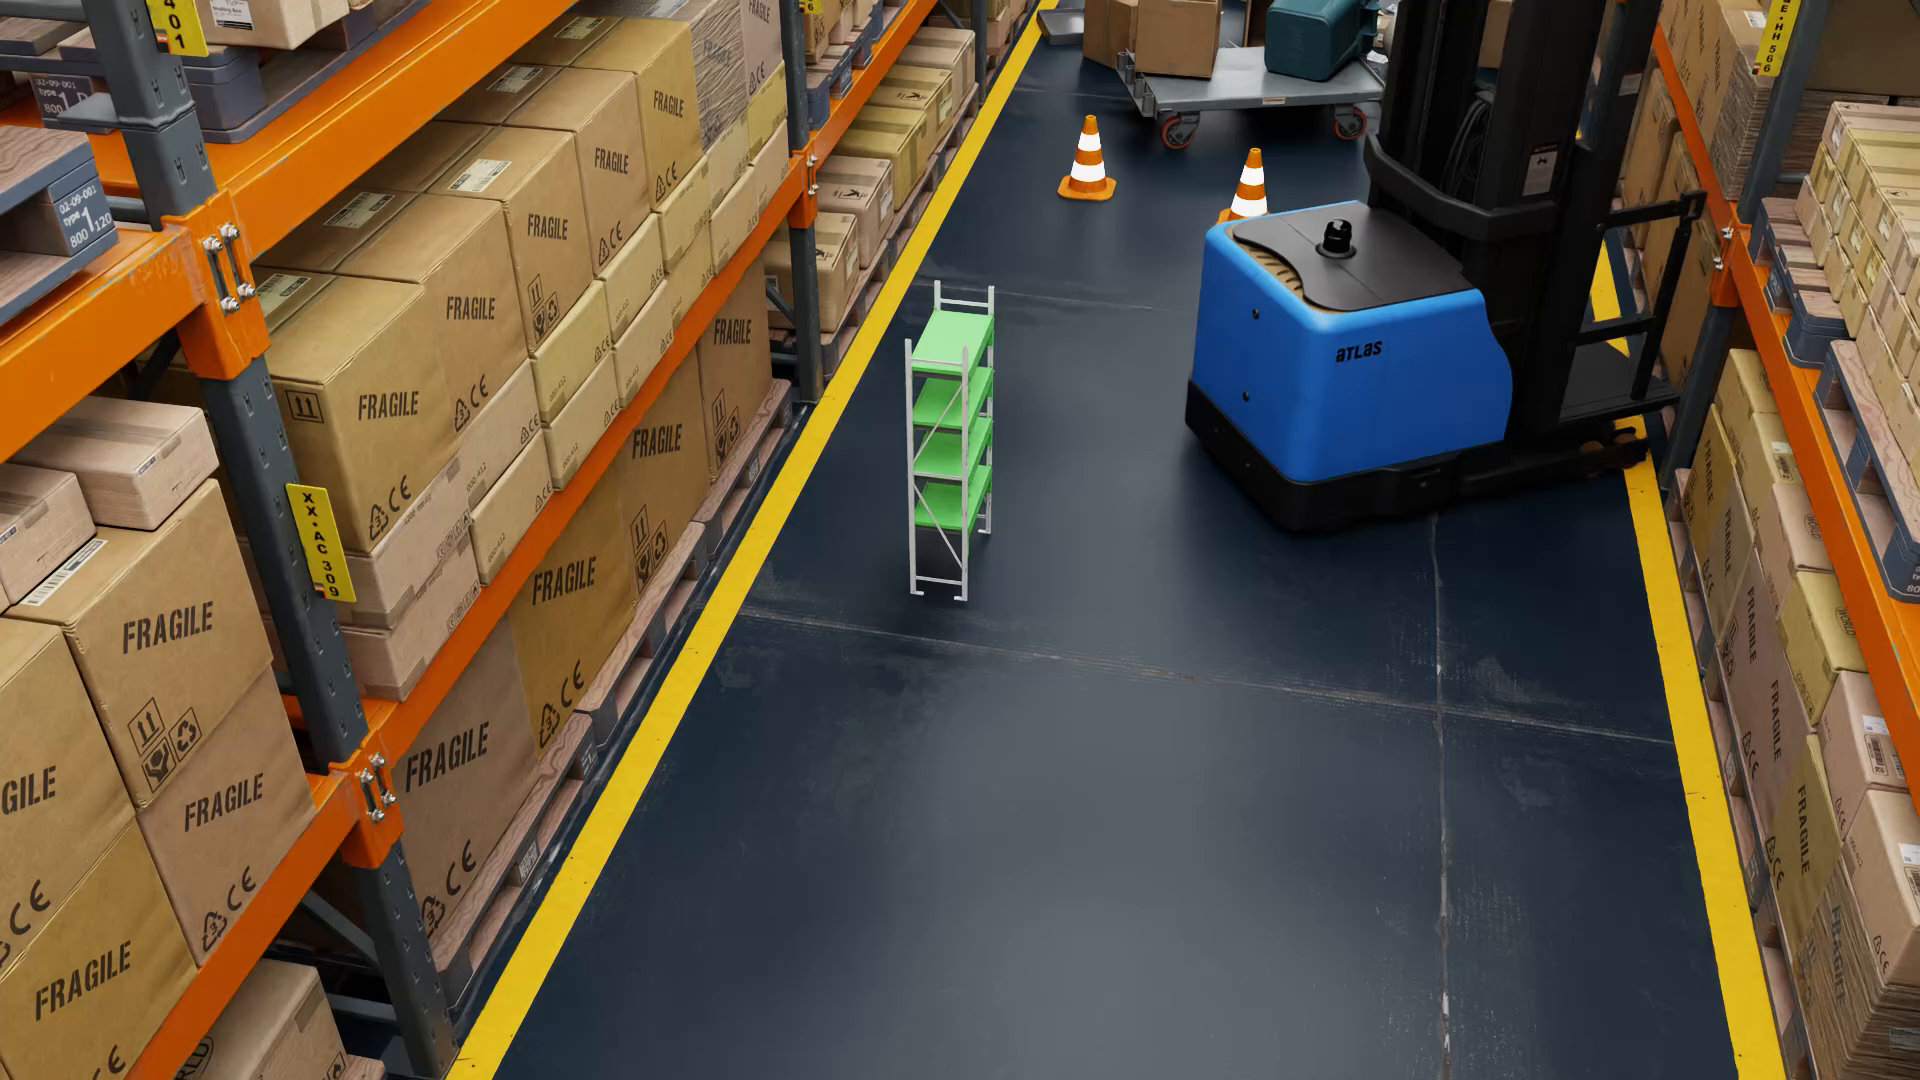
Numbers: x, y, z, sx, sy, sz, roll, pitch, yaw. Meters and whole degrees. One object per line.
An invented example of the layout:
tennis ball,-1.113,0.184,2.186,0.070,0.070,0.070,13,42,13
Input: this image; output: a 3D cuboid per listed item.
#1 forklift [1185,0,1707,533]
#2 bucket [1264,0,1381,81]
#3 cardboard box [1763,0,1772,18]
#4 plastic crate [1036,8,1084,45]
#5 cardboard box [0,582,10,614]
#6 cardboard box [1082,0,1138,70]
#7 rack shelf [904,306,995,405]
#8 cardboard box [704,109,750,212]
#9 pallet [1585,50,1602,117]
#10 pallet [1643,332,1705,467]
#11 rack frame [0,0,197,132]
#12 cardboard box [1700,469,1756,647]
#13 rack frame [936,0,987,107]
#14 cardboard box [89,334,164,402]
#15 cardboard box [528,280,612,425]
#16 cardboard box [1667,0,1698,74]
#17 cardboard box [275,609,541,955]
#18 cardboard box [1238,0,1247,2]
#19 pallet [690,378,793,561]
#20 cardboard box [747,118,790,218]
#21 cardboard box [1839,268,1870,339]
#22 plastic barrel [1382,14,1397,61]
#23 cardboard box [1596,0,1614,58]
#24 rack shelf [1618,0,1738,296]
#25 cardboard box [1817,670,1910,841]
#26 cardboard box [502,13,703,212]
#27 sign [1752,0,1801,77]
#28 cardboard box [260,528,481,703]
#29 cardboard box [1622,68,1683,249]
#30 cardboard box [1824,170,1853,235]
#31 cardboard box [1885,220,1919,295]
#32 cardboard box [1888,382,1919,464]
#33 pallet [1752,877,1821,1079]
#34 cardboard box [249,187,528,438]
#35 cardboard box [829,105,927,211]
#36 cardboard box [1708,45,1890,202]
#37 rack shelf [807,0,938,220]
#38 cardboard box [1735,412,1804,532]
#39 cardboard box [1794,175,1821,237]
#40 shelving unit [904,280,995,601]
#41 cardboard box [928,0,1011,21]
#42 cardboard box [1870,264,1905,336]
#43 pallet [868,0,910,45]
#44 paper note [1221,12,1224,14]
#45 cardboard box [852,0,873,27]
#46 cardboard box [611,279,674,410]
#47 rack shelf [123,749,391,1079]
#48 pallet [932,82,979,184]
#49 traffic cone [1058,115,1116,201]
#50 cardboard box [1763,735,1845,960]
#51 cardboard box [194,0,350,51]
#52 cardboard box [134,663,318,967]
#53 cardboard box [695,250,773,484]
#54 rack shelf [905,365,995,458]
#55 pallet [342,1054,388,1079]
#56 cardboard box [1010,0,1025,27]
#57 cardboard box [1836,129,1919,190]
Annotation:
forklift,2.641,-1.751,7.169,3.031,2.935,1.130,-12,38,-17
bucket,2.313,-3.357,10.820,0.726,0.611,0.620,20,51,26
cardboard box,3.894,-2.398,7.066,0.700,0.500,0.500,7,36,9
plastic crate,0.815,-3.878,12.532,0.402,0.080,0.583,-5,36,-6
cardboard box,-2.010,0.112,3.050,0.380,0.149,0.250,7,37,10
cardboard box,1.237,-3.695,11.920,0.500,0.500,0.500,-24,42,-30
rack shelf,-0.035,-0.728,6.523,0.258,0.148,0.480,7,37,10
cardboard box,-1.137,-1.507,6.475,0.500,0.250,0.500,6,36,9
pallet,4.775,-2.997,11.205,1.003,0.211,1.213,7,37,10
pallet,3.924,-0.720,8.064,1.003,0.211,1.213,7,37,10
rack frame,-2.030,-2.105,2.486,1.000,3.000,0.127,7,37,10
cardboard box,3.177,0.098,6.331,0.500,0.500,0.500,8,37,11
rack frame,-0.321,-4.262,10.575,1.000,3.000,0.127,7,37,10
cardboard box,-2.180,-0.409,4.321,0.500,0.500,0.500,8,37,11
cardboard box,-1.443,-0.623,5.255,0.500,0.250,0.500,8,37,11
cardboard box,3.836,-2.606,8.204,0.500,0.500,0.500,8,37,11
cardboard box,-1.976,0.649,5.251,0.875,0.875,0.875,8,37,11
cardboard box,2.227,-4.397,13.190,0.380,0.149,0.250,28,44,33
pallet,-1.418,-0.398,7.619,1.003,0.211,1.213,7,37,10
cardboard box,-1.030,-1.586,7.010,0.500,0.250,0.500,6,36,8
cardboard box,3.218,-0.780,5.627,0.380,0.149,0.250,9,37,12
plastic barrel,3.280,-3.499,11.718,0.421,0.421,0.512,-24,42,-30
cardboard box,4.928,-3.879,11.498,0.875,0.875,0.875,8,37,10
rack shelf,4.109,-2.262,8.428,1.077,0.370,4.000,7,37,10
cardboard box,2.862,0.673,4.898,0.500,0.250,0.500,9,37,12
cardboard box,-1.245,-1.506,5.835,0.500,0.500,0.500,7,37,10
sign,3.139,-1.943,6.388,0.100,0.325,0.005,7,37,10
cardboard box,-1.678,0.166,4.593,0.500,0.250,0.500,6,36,9
cardboard box,4.282,-2.039,9.067,1.050,0.750,0.750,7,37,10
cardboard box,3.326,-1.188,5.935,0.380,0.149,0.250,9,37,12
cardboard box,3.169,-0.874,5.249,0.380,0.149,0.250,9,37,12
cardboard box,3.051,-0.334,5.012,0.380,0.149,0.250,6,36,8
pallet,2.992,1.569,4.905,1.003,0.211,1.213,7,37,10
cardboard box,-1.574,-0.633,4.630,0.500,0.500,0.500,7,37,10
cardboard box,-0.728,-2.256,9.688,0.950,0.372,0.625,8,37,12
cardboard box,3.516,-1.739,7.008,0.500,0.500,0.500,7,37,10
rack shelf,-0.748,-2.825,9.204,1.077,0.370,4.000,7,37,10
cardboard box,3.190,-0.213,6.120,0.500,0.250,0.500,7,37,9
cardboard box,3.389,-1.244,6.266,0.380,0.149,0.250,7,36,9
shelving unit,-0.035,-0.391,6.767,0.258,1.200,0.503,7,37,10
cardboard box,0.069,-3.927,11.459,0.500,0.500,0.500,9,37,12
cardboard box,3.165,-0.747,5.327,0.380,0.149,0.250,7,37,10
pallet,-0.793,-3.032,9.040,1.003,0.211,1.213,7,37,10
paper note,1.948,-4.089,12.876,0.148,0.019,0.142,20,41,26
cardboard box,-0.649,-2.665,8.227,0.380,0.149,0.250,8,37,10
cardboard box,-1.328,-0.709,5.799,0.500,0.250,0.500,7,36,9
rack shelf,-2.457,1.762,2.876,1.077,0.370,4.000,7,37,10
pallet,-0.486,-2.687,10.777,1.003,0.211,1.213,7,37,10
traffic cone,0.782,-2.349,10.097,0.336,0.463,0.334,7,37,10
cardboard box,2.849,0.979,5.116,0.500,0.500,0.500,6,36,9
cardboard box,-1.581,-1.249,3.618,0.396,0.266,0.258,7,37,10
cardboard box,-1.879,0.581,3.807,0.500,0.500,0.500,8,37,10
cardboard box,-1.404,-0.893,7.379,0.875,0.875,0.875,7,37,10
rack shelf,-0.035,-0.534,6.664,0.258,0.148,0.480,7,37,10
pallet,-2.269,1.879,4.477,1.003,0.211,1.213,7,37,10
cardboard box,0.172,-3.931,12.103,0.500,0.250,0.500,9,37,13
cardboard box,3.339,-1.321,5.866,0.380,0.149,0.250,6,36,9
